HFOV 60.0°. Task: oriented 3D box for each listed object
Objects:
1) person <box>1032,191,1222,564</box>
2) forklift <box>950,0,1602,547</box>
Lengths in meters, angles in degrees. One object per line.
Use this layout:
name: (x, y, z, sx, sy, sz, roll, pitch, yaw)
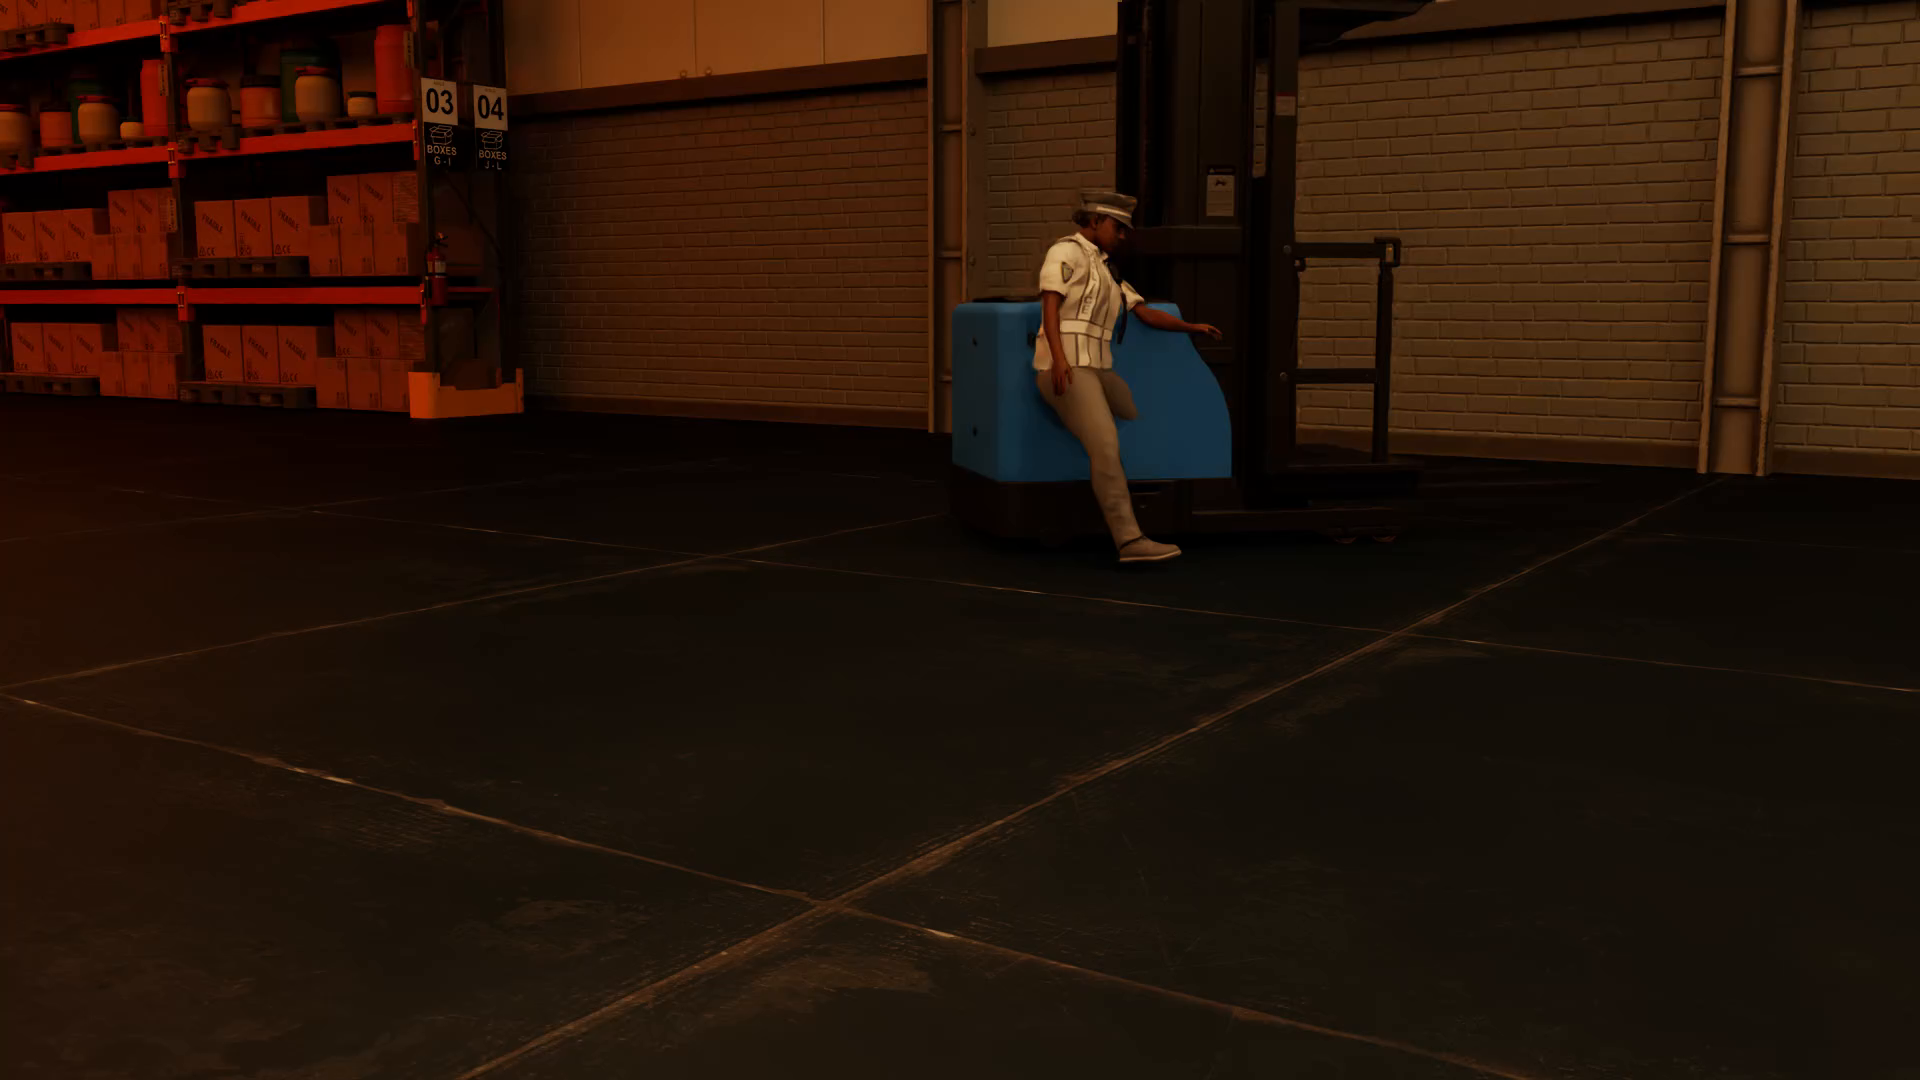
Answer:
person: (0.671, -0.705, 7.036, 0.865, 1.532, 0.824, 4, 9, 28)
forklift: (1.524, -1.504, 7.767, 3.031, 2.935, 1.130, -2, 8, -13)
